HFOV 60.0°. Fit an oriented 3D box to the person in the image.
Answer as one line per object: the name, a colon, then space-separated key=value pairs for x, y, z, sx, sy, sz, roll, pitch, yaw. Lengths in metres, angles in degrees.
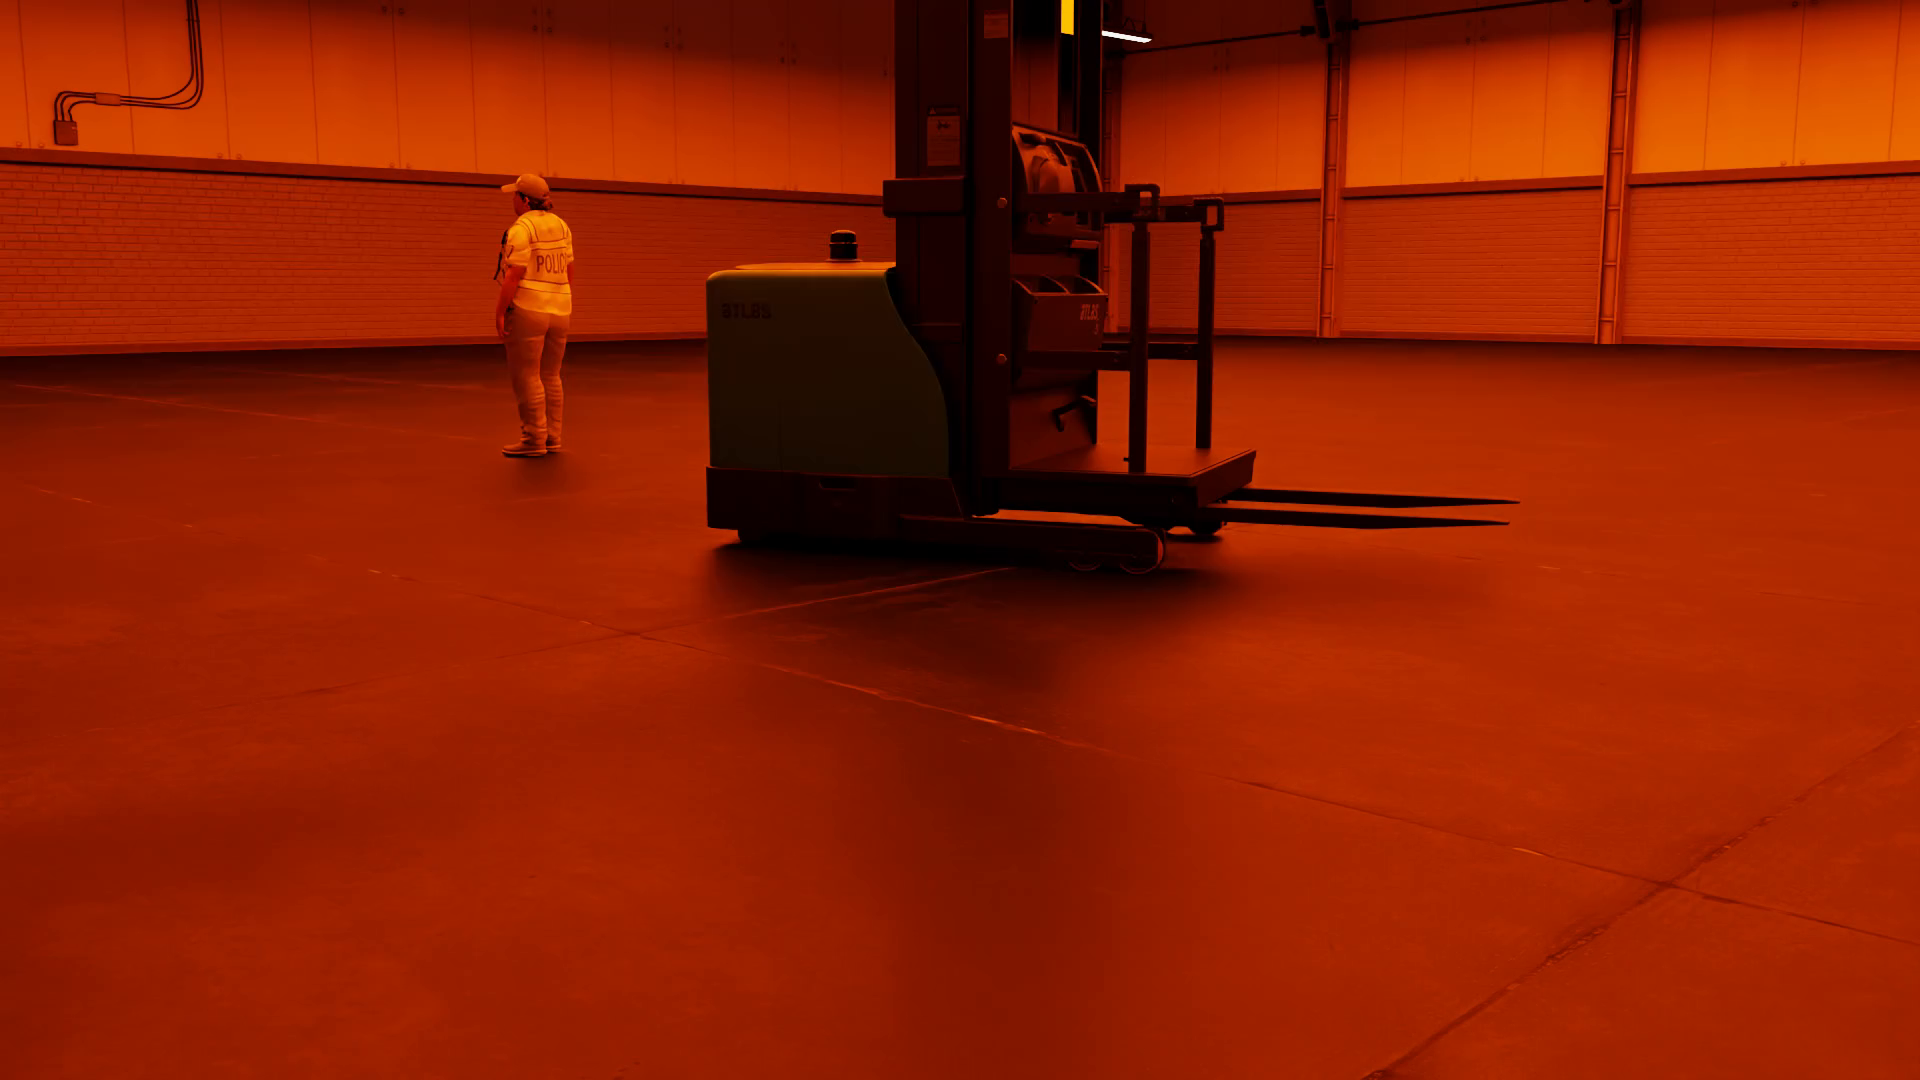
person: x=-2.610 y=-1.349 z=10.026 sx=0.529 sy=1.669 sz=0.599 roll=4 pitch=10 yaw=28

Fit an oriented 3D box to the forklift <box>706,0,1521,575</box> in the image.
forklift: x=0.565 y=-1.416 z=6.275 sx=3.031 sy=2.935 sz=1.130 roll=3 pitch=9 yaw=22
